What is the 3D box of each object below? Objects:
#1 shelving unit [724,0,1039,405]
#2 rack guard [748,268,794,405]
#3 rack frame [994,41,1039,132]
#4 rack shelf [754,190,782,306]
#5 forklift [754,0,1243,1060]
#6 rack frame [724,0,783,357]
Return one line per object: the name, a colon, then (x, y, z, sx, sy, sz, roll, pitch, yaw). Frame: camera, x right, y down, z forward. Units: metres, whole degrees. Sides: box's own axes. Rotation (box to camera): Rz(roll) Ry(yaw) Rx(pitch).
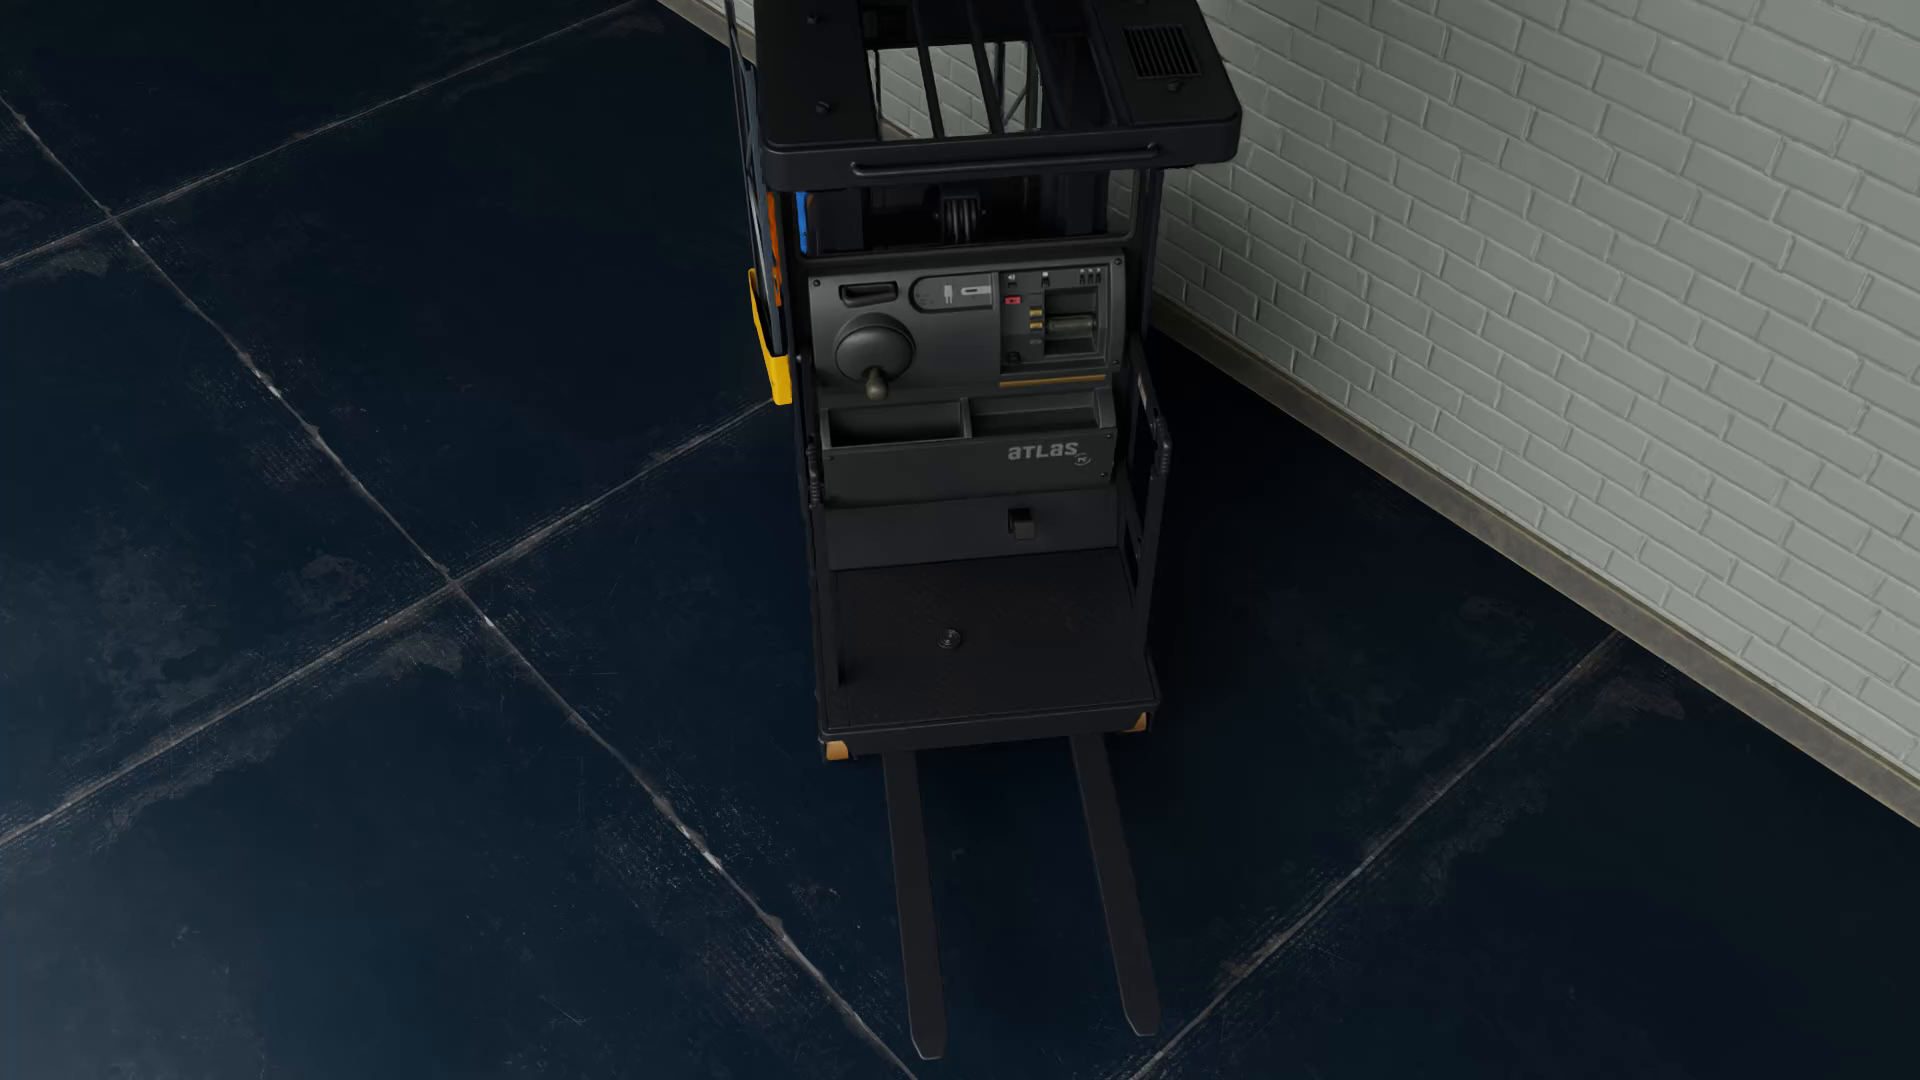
shelving unit: (-0.294, -1.358, 6.482, 1.083, 1.500, 0.587, -10, 48, -9)
rack guard: (-0.778, -0.846, 6.861, 0.087, 0.250, 0.587, -10, 48, -9)
rack frame: (0.208, -1.449, 6.566, 0.032, 1.500, 0.500, -10, 48, -9)
rack shelf: (-0.286, -1.237, 6.616, 1.000, 0.185, 0.538, -10, 48, -9)
forklift: (0.053, -0.533, 4.748, 1.130, 2.935, 3.031, -5, 47, -4)
rack frame: (-0.779, -1.270, 6.401, 0.032, 1.500, 0.500, -10, 48, -9)
